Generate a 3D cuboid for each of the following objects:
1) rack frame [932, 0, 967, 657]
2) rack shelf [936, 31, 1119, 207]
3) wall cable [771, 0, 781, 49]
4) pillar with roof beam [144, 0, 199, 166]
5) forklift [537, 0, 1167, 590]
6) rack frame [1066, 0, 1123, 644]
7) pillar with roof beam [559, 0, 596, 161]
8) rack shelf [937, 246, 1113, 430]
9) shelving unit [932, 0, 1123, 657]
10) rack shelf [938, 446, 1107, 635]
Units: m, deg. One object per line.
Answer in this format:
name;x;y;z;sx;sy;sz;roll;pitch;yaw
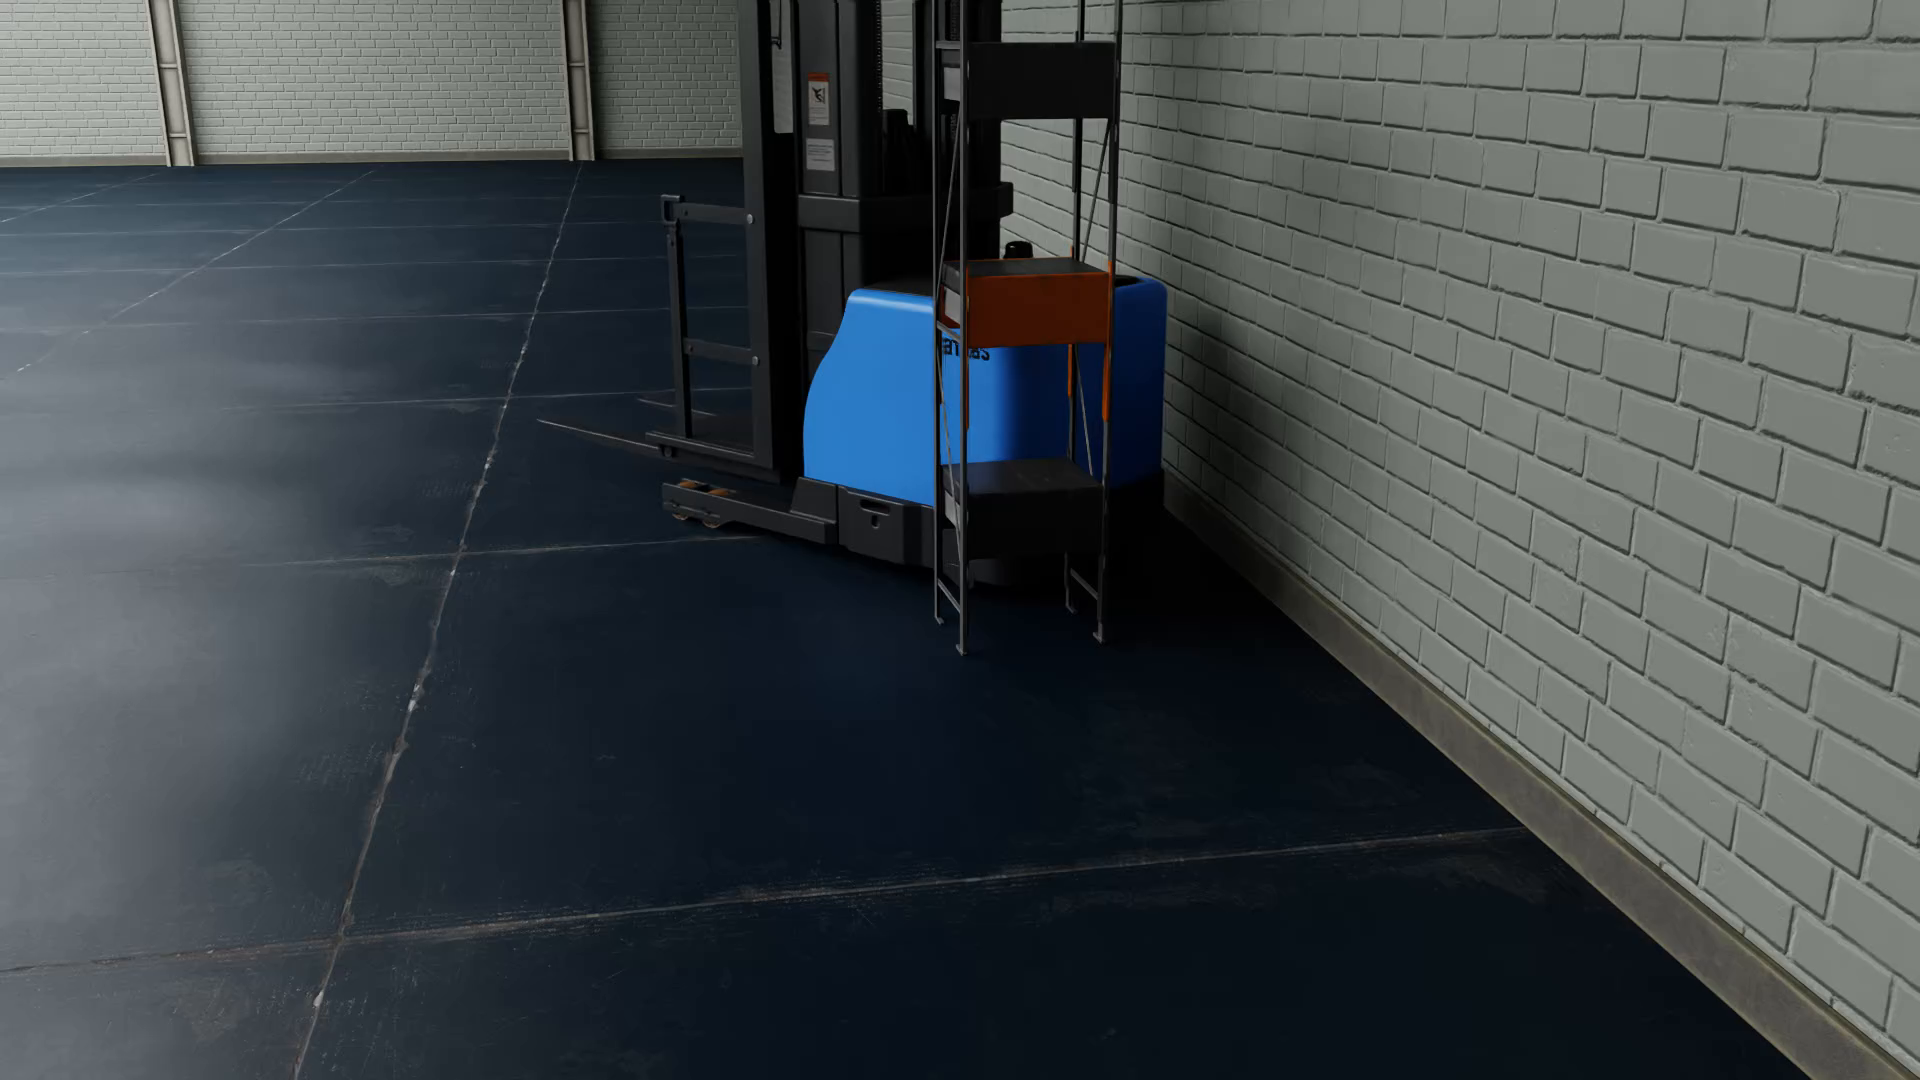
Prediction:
rack frame;-0.034;-0.672;5.423;0.015;2.100;0.400;-4;18;-14
rack shelf;0.203;-1.346;5.279;0.480;0.518;0.431;-4;18;-14
wall cable;-2.902;-8.691;25.071;0.112;2.526;3.097;-3;17;-10
pillar with roof beam;-11.120;-8.818;20.193;0.400;9.000;9.100;-3;17;-10
forklift;-0.638;-1.553;6.876;3.031;2.935;1.130;14;22;38
rack frame;0.439;-0.707;5.538;0.015;2.100;0.400;-4;18;-14
pillar with roof beam;-5.229;-9.152;21.281;0.400;9.000;9.100;-3;17;-10
rack shelf;0.203;-0.676;5.484;0.480;0.518;0.431;-4;18;-14
shelving unit;0.203;-0.689;5.480;0.503;2.100;0.431;-4;18;-14
rack shelf;0.203;-0.007;5.690;0.480;0.518;0.431;-4;18;-14
